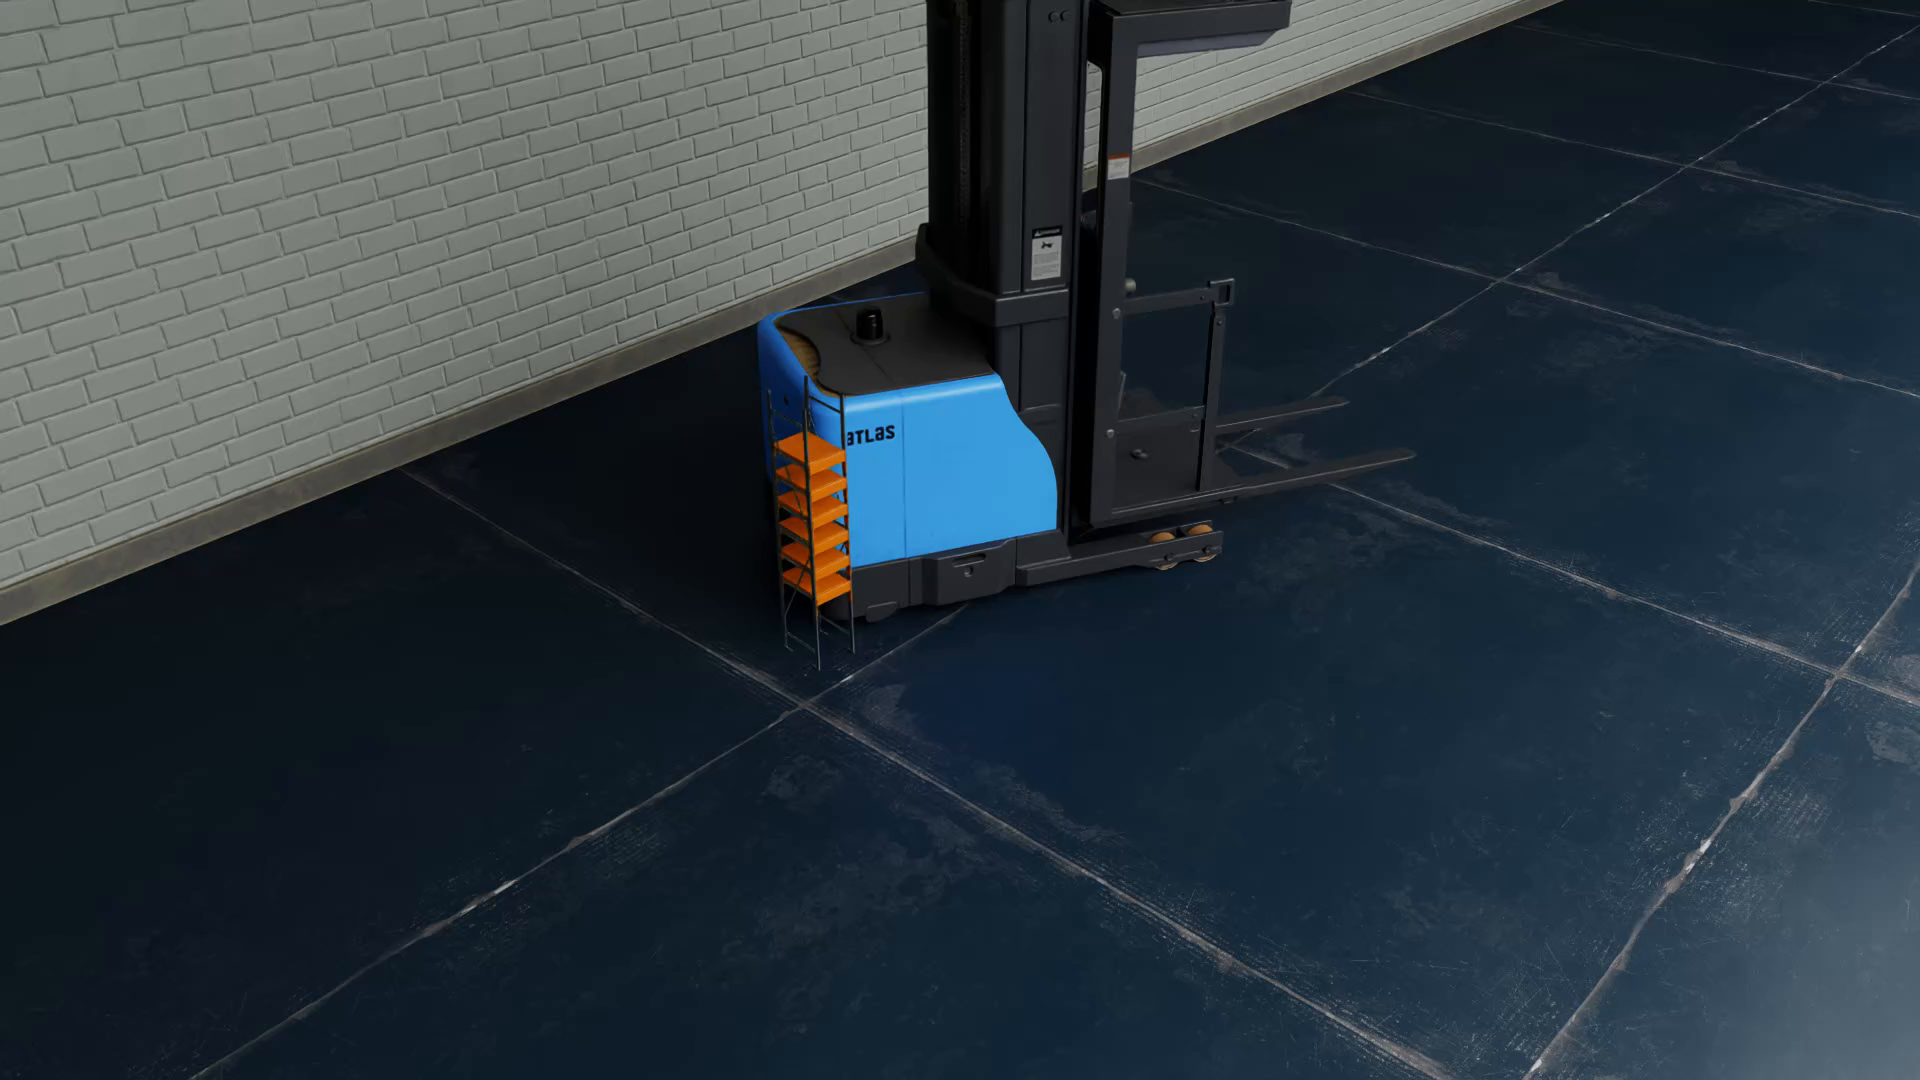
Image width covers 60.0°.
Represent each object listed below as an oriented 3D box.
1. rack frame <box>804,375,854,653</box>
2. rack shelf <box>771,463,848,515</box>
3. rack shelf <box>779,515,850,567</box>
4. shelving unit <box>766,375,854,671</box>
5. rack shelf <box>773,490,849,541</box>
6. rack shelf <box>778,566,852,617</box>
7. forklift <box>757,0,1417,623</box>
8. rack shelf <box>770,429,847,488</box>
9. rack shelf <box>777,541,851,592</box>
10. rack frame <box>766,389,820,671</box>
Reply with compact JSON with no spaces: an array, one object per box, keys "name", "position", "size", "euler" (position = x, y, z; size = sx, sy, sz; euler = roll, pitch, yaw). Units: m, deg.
[{"name":"rack frame","position":[-0.527,-0.085,6.727],"size":[0.006,1.200,0.240],"euler":[-26,39,-36]},{"name":"rack shelf","position":[-0.594,-0.220,6.573],"size":[0.180,0.103,0.258],"euler":[-26,39,-36]},{"name":"rack shelf","position":[-0.594,-0.015,6.697],"size":[0.180,0.103,0.258],"euler":[-26,39,-36]},{"name":"shelving unit","position":[-0.594,-0.053,6.674],"size":[0.189,1.200,0.258],"euler":[-26,39,-36]},{"name":"rack shelf","position":[-0.594,-0.117,6.635],"size":[0.180,0.103,0.258],"euler":[-26,39,-36]},{"name":"rack shelf","position":[-0.593,0.191,6.821],"size":[0.180,0.103,0.258],"euler":[-26,39,-36]},{"name":"forklift","position":[0.666,-1.365,7.175],"size":[3.031,2.935,1.130],"euler":[-11,33,-17]},{"name":"rack shelf","position":[-0.594,-0.323,6.511],"size":[0.180,0.103,0.258],"euler":[-26,39,-36]},{"name":"rack shelf","position":[-0.593,0.088,6.759],"size":[0.180,0.103,0.258],"euler":[-26,39,-36]},{"name":"rack frame","position":[-0.661,-0.020,6.621],"size":[0.006,1.200,0.240],"euler":[-26,39,-36]}]
